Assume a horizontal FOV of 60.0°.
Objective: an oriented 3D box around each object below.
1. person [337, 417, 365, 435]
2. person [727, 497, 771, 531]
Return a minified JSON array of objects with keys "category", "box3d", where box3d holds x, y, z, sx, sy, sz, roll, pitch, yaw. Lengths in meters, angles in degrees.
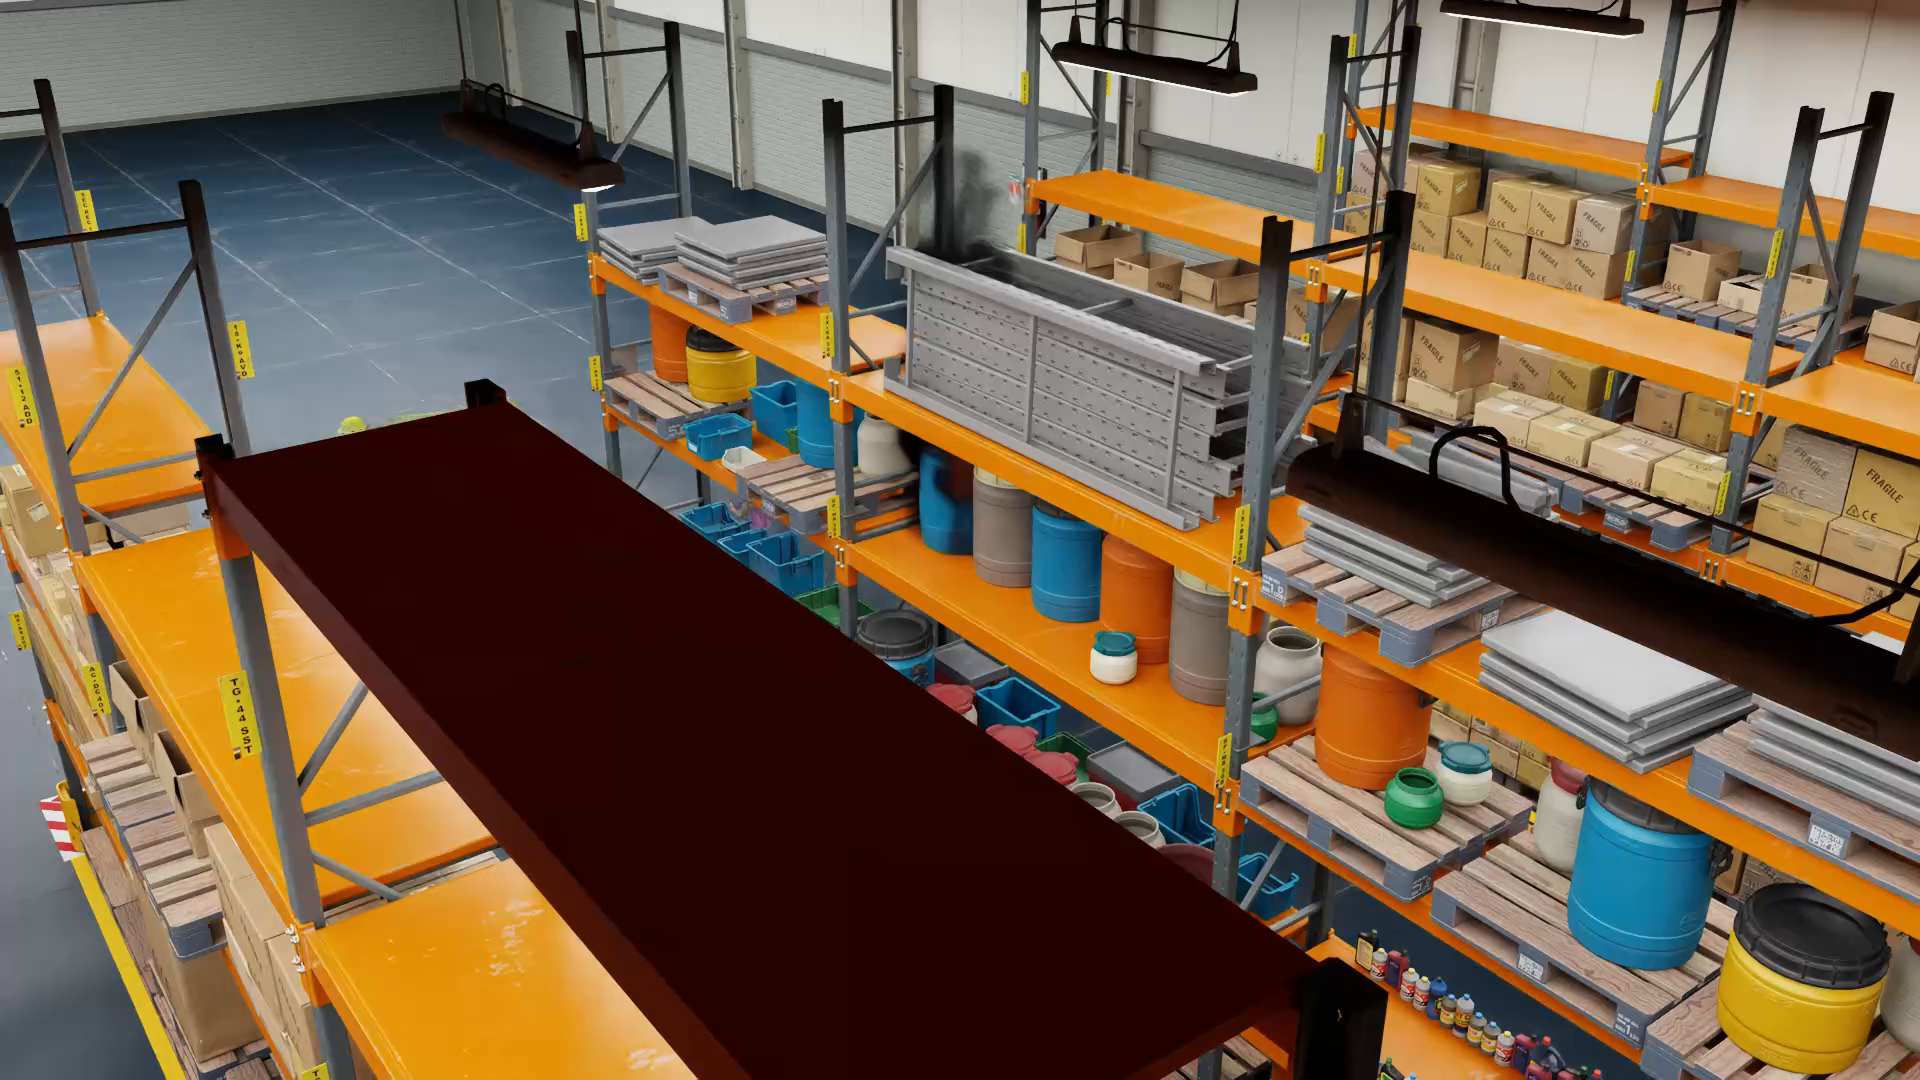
[{"category":"person","box3d":[-6.374,-0.600,18.386,0.862,1.589,0.737,-2,25,-4]},{"category":"person","box3d":[-2.136,-0.108,17.309,0.663,1.593,0.508,6,25,12]}]
